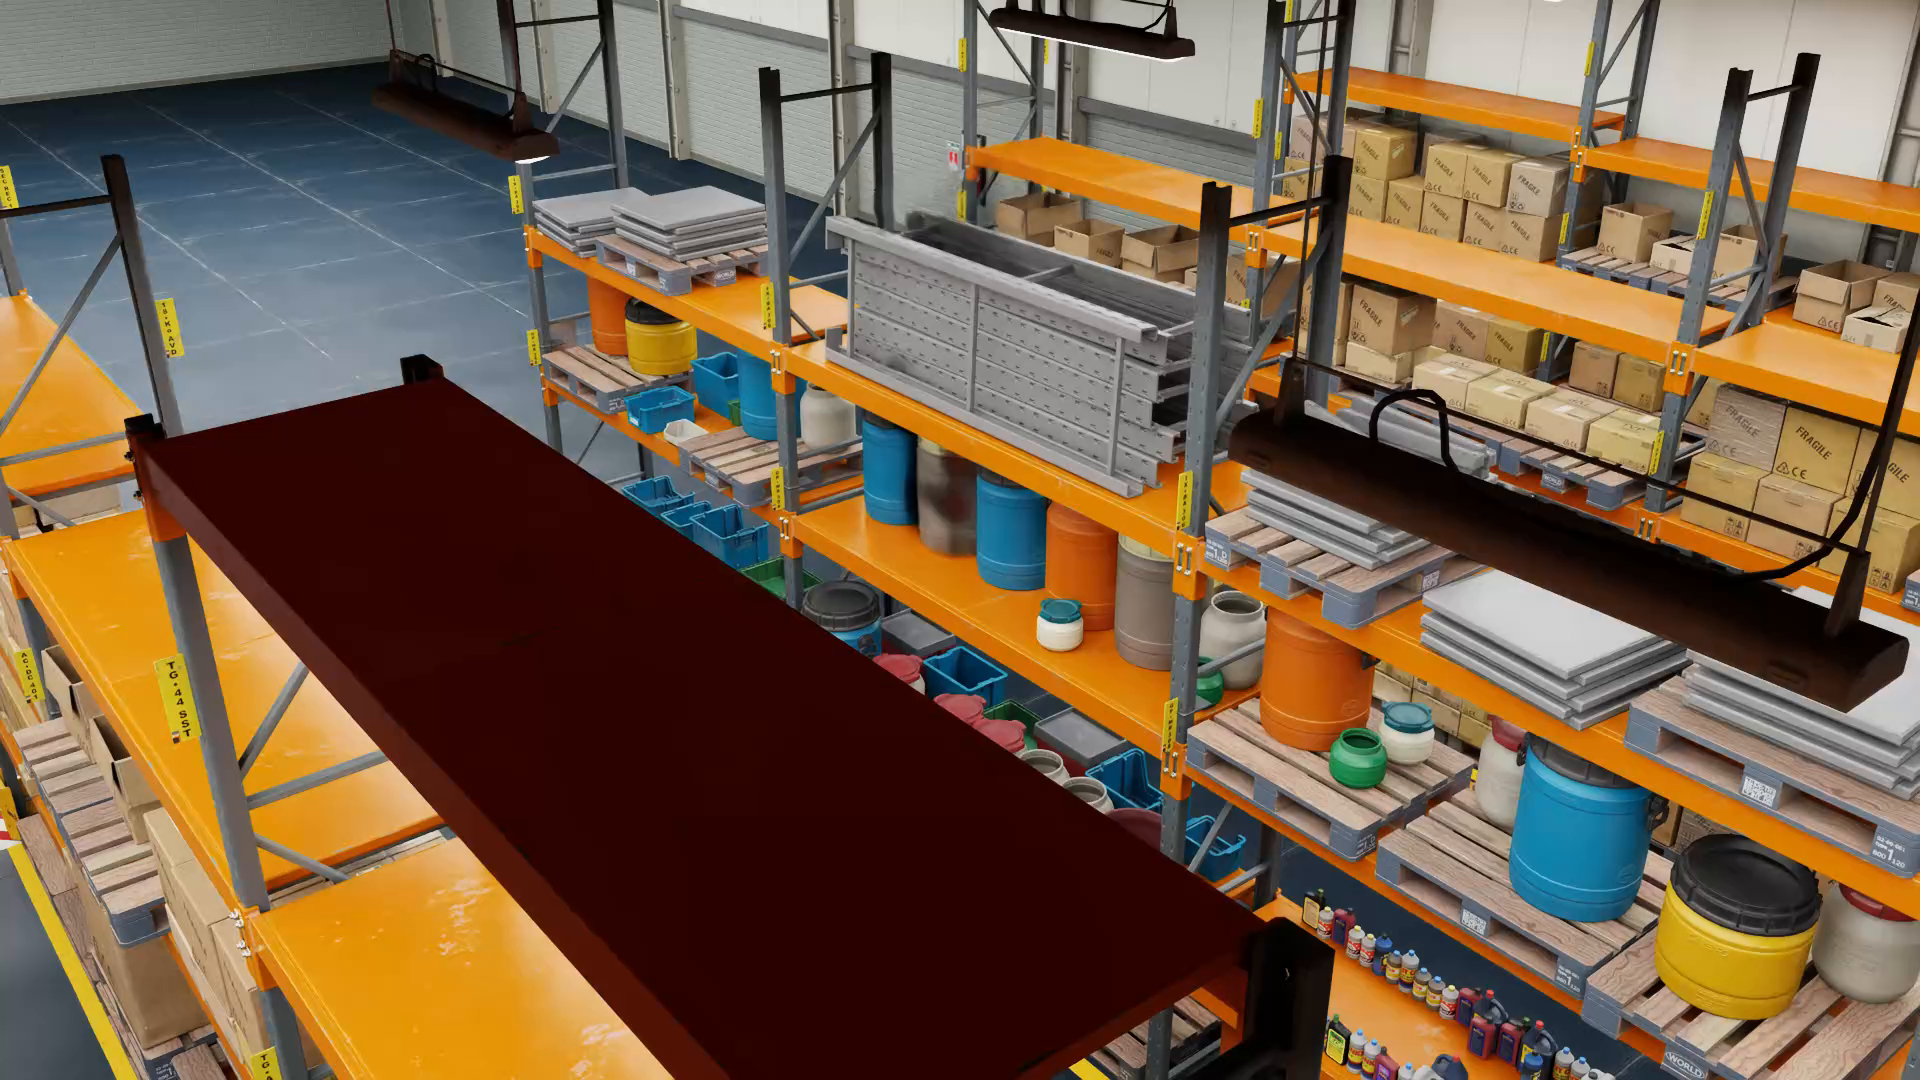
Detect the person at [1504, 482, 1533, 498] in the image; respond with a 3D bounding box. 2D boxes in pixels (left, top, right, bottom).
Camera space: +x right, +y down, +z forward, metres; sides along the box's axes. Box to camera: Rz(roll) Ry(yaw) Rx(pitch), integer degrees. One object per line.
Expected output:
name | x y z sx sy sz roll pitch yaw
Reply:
person | 5.274 0.231 15.919 0.583 1.725 0.746 -20 32 -35
